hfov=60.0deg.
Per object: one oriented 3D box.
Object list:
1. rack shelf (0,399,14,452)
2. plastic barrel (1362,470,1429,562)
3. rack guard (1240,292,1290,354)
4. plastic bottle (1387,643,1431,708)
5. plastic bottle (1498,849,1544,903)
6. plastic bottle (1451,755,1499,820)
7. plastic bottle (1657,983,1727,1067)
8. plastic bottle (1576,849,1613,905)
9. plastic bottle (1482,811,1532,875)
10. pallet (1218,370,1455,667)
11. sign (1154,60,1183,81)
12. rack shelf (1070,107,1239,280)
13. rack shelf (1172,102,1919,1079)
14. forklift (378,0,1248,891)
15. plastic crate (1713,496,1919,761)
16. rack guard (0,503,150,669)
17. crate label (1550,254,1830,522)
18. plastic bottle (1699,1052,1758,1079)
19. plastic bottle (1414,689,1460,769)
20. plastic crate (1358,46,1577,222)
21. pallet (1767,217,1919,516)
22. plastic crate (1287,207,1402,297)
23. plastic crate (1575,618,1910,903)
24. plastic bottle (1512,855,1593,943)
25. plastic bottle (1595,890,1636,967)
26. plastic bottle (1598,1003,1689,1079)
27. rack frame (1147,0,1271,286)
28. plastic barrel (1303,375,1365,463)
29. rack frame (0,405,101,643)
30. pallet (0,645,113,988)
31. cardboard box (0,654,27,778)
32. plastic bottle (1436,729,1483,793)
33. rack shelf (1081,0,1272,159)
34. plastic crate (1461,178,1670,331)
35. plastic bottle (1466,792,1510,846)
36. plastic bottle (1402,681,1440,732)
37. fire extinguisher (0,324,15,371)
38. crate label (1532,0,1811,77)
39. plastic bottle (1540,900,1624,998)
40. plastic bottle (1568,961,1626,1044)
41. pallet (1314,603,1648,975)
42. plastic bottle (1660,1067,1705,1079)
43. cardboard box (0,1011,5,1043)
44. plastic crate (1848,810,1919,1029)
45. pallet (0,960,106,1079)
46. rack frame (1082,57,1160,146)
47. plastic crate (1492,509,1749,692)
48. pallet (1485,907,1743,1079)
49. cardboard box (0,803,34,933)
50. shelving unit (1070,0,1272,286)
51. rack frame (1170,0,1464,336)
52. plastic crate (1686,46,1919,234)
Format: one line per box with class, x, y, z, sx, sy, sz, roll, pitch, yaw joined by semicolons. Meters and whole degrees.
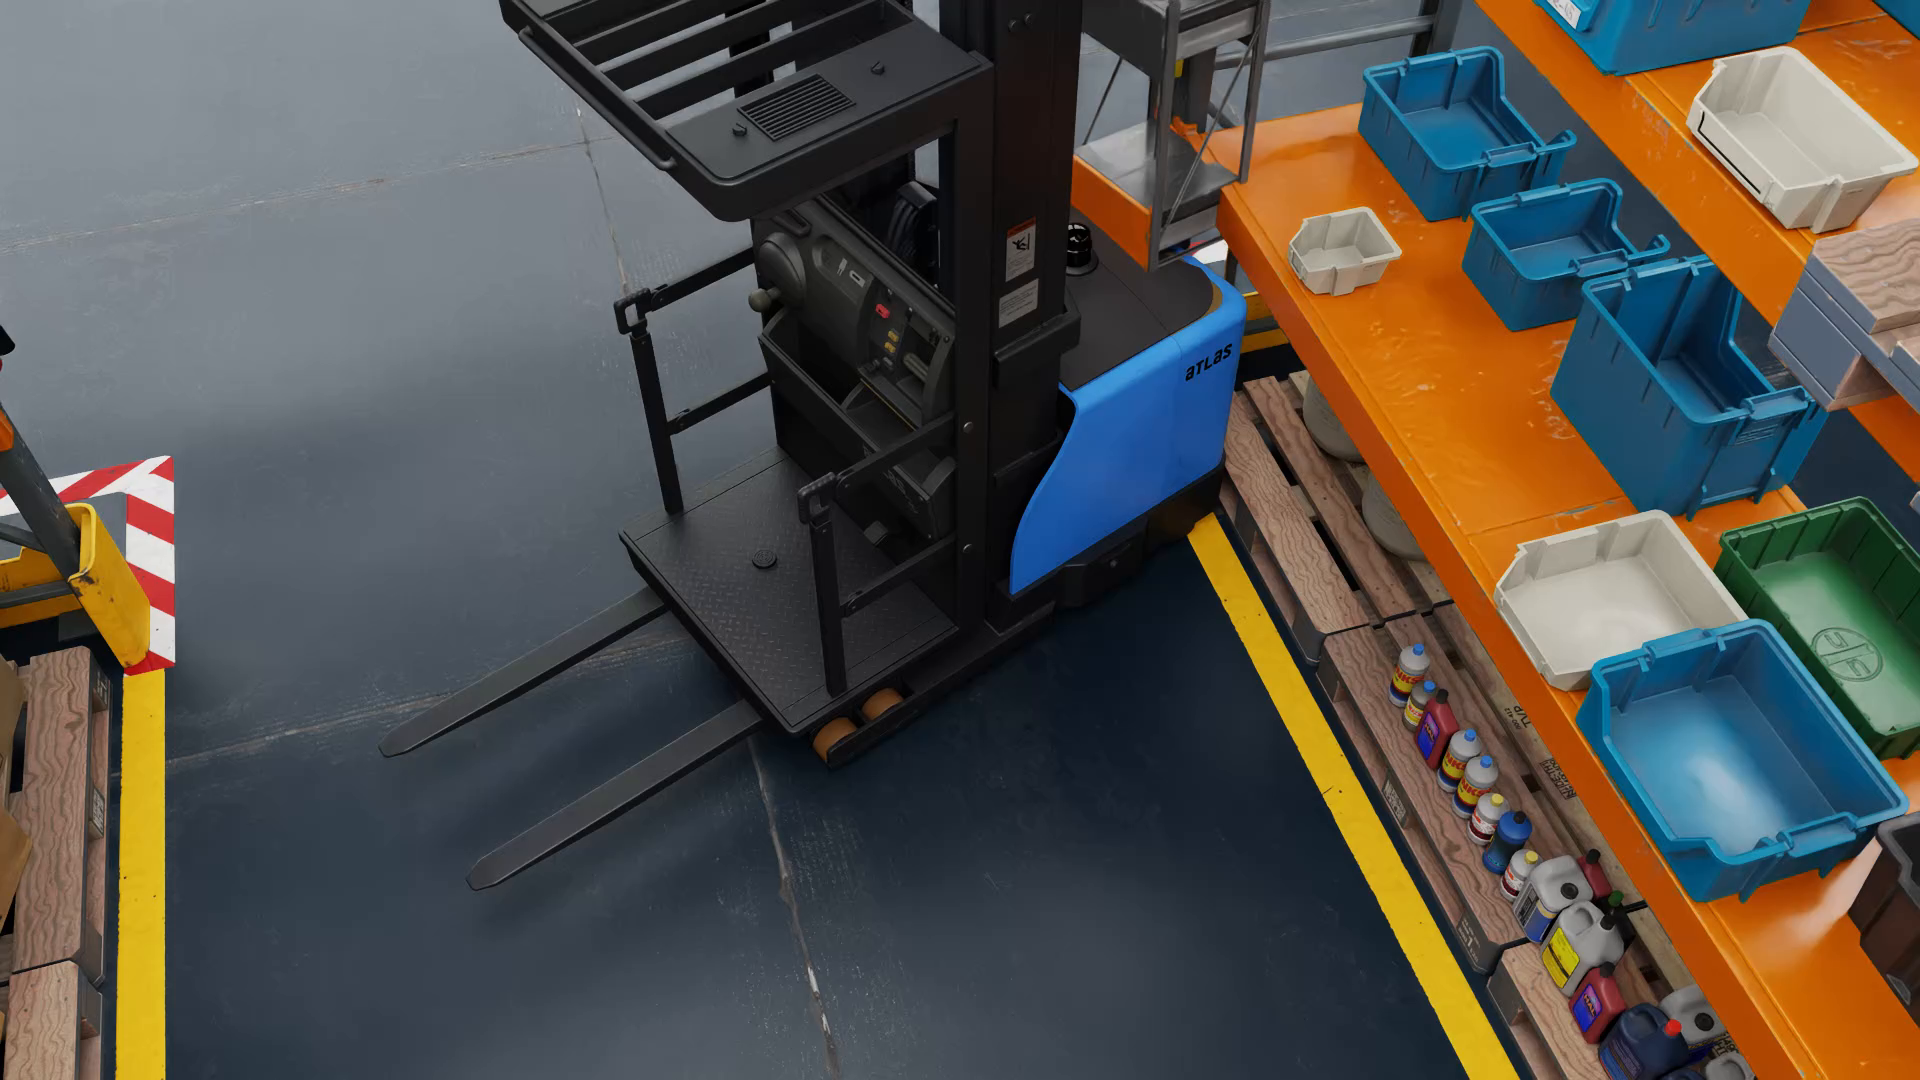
rack shelf;-2.910;1.110;3.822;1.077;0.370;4.000;-13;51;-11
plastic barrel;1.646;-0.206;5.814;0.421;0.512;0.421;0;50;0
rack guard;1.298;-0.851;6.641;1.175;0.500;0.348;-13;51;-11
plastic bottle;1.469;0.430;5.422;0.097;0.271;0.097;0;50;0
plastic bottle;1.690;0.999;4.989;0.097;0.201;0.097;0;50;0
plastic bottle;1.600;0.754;5.149;0.097;0.271;0.097;0;50;0
plastic bottle;2.025;1.358;4.637;0.152;0.276;0.135;-13;51;-11
plastic bottle;1.853;1.028;4.910;0.061;0.283;0.133;-13;51;-11
plastic bottle;1.660;0.902;5.025;0.097;0.271;0.097;0;50;0
pallet;1.533;-0.164;6.250;1.003;0.211;1.213;-13;51;-11
sign;0.704;-1.670;5.515;0.100;0.325;0.005;-13;51;-11
rack shelf;0.660;-1.116;5.785;0.431;0.518;0.480;-26;50;-22
rack shelf;1.822;-0.009;4.767;1.077;0.370;4.000;-13;51;-11
forklift;-0.494;-0.648;4.879;3.031;2.935;1.130;-31;56;-23
plastic crate;2.282;0.232;4.231;0.450;0.188;0.662;-13;51;-11
rack guard;-3.479;0.279;5.688;1.175;0.500;0.348;-13;51;-11
crate label;2.033;-0.430;4.628;0.502;0.435;0.616;-13;51;-11
plastic bottle;2.085;1.494;4.474;0.144;0.351;0.185;-13;51;-11
plastic bottle;1.518;0.596;5.275;0.061;0.283;0.133;-13;51;-10
plastic crate;1.664;-1.356;5.529;0.499;0.251;0.616;-13;51;-11
pallet;2.107;-0.191;2.611;1.213;0.211;1.003;-13;51;-11
plastic crate;1.188;-0.891;5.211;0.298;0.136;0.250;-13;51;-11
plastic crate;1.827;0.520;3.947;0.499;0.251;0.616;-13;51;-11
plastic bottle;1.751;1.055;4.893;0.152;0.276;0.135;-12;51;-10
plastic bottle;1.886;1.130;4.824;0.061;0.283;0.133;-13;51;-11
plastic bottle;1.891;1.386;4.564;0.144;0.351;0.185;-16;52;-13
rack frame;0.795;-0.981;5.631;0.400;2.100;0.015;-26;50;-22
plastic barrel;1.498;-0.572;6.123;0.421;0.512;0.421;0;50;0
rack frame;-3.501;-0.582;4.779;1.000;3.000;0.127;-13;51;-11
pallet;-3.272;0.974;5.291;1.003;0.211;1.213;-13;51;-11
cardboard box;-3.332;0.548;5.186;0.500;0.500;0.500;-5;50;-4
plastic bottle;1.570;0.681;5.211;0.097;0.271;0.097;0;50;0
rack shelf;0.651;-1.606;5.285;0.431;0.518;0.480;-26;50;-22
plastic crate;1.851;-0.881;5.128;0.499;0.251;0.408;-13;51;-11
plastic bottle;1.629;0.849;5.115;0.097;0.201;0.097;0;50;0
plastic bottle;1.500;0.528;5.385;0.097;0.201;0.097;0;50;0
fire extinguisher;-3.095;-0.745;4.967;0.296;0.674;0.183;-13;51;-11
crate label;1.468;-1.179;3.417;0.502;0.251;0.408;-13;51;-11
plastic bottle;1.795;1.150;4.763;0.144;0.351;0.185;-14;51;-11
plastic bottle;1.803;1.298;4.683;0.061;0.283;0.133;-10;51;-9
pallet;1.890;0.726;5.500;1.003;0.211;1.213;-13;51;-11
plastic bottle;1.948;1.526;4.446;0.144;0.351;0.185;-15;51;-12
cardboard box;-2.956;1.438;4.436;0.500;0.500;0.500;-9;50;-8
plastic crate;2.380;0.828;3.630;0.767;0.338;0.504;-13;51;-11
pallet;-2.915;1.863;4.541;1.003;0.211;1.213;-13;51;-11
rack frame;0.525;-1.269;5.919;0.400;2.100;0.015;-26;50;-22
plastic crate;1.691;0.176;4.312;0.530;0.136;0.437;-13;51;-11
pallet;2.255;1.618;4.748;1.003;0.211;1.213;-13;51;-11
cardboard box;-3.123;0.977;4.825;0.500;0.500;0.500;-2;50;-1
shelving unit;0.660;-1.125;5.775;0.431;2.100;0.503;-26;50;-22
rack frame;1.230;-1.702;5.723;1.000;3.000;0.127;-13;51;-11
plastic crate;1.552;-0.743;3.125;0.243;0.136;0.396;-13;51;-11
